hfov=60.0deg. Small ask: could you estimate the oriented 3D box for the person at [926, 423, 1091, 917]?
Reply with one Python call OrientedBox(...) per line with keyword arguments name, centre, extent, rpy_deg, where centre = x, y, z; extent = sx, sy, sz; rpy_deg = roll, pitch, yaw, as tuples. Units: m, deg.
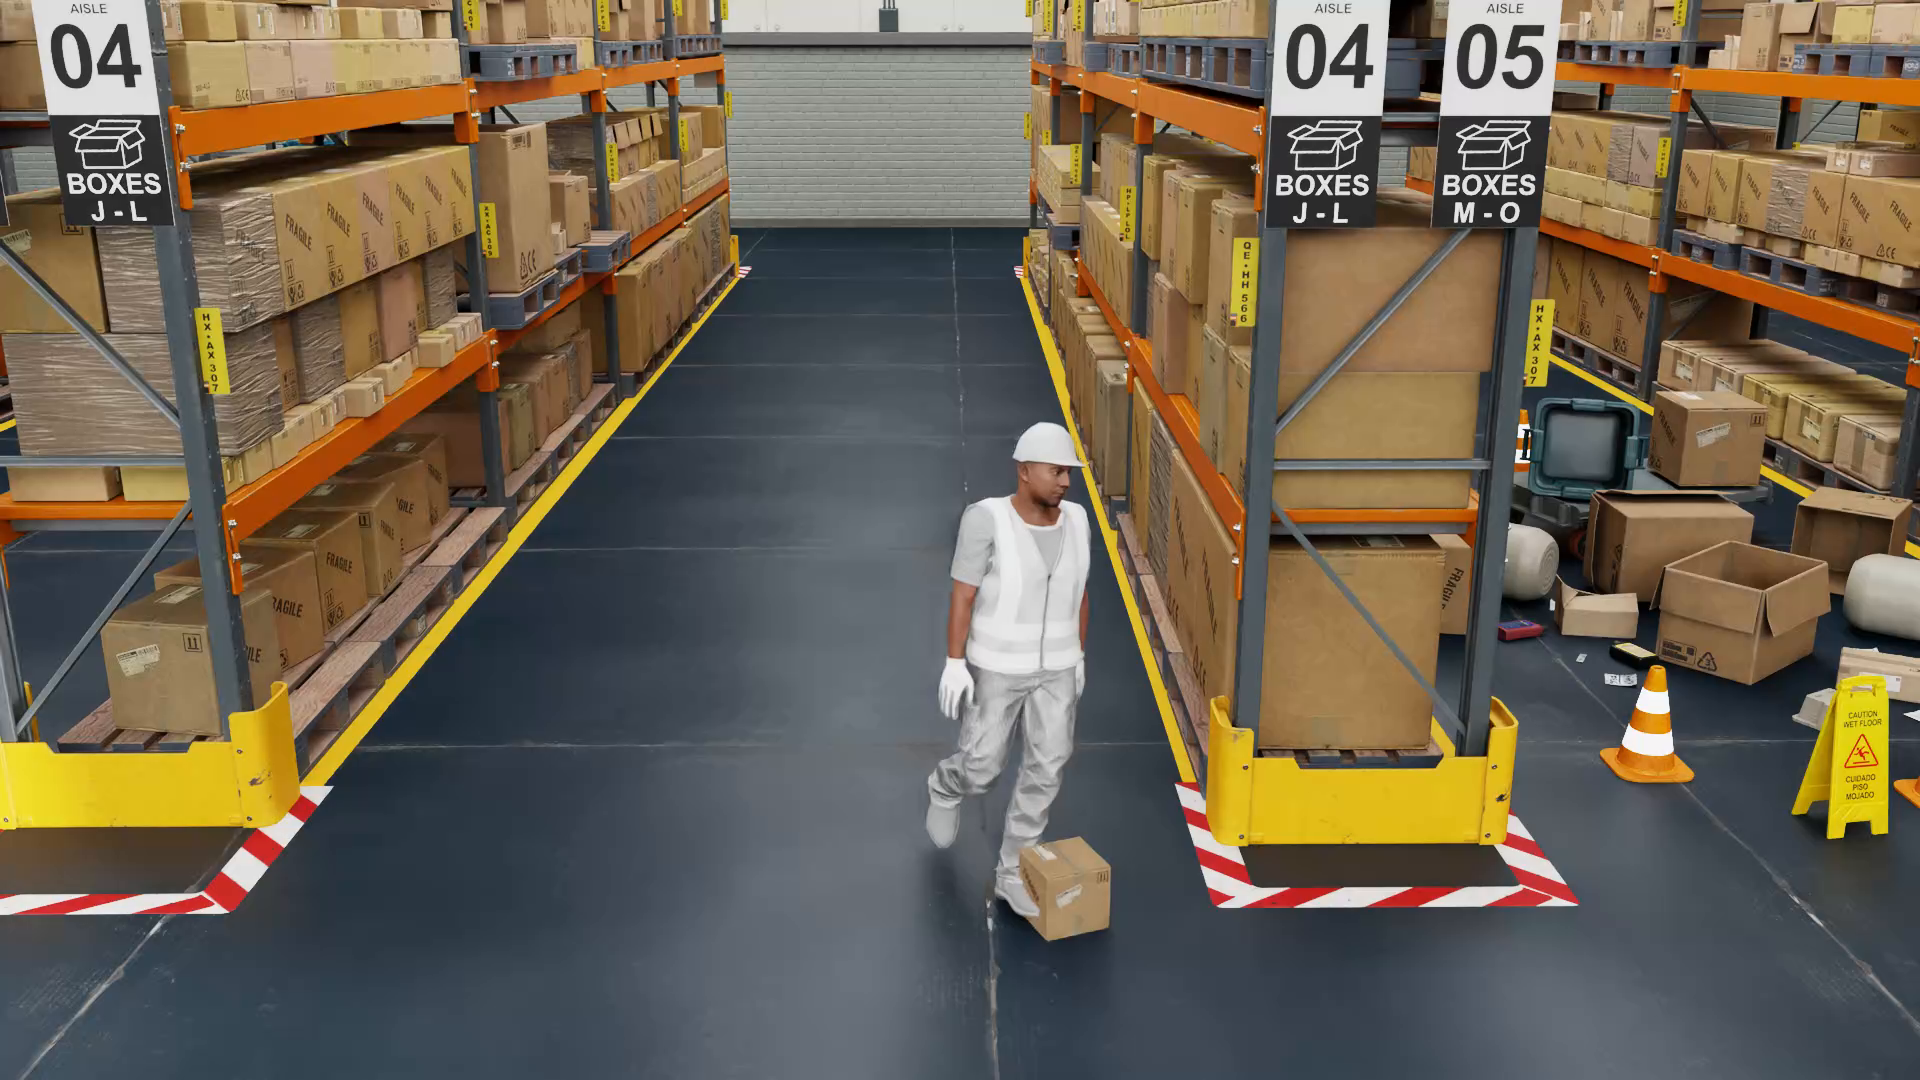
OrientedBox(name="person", centre=(0.196, 0.439, 6.030), extent=(0.619, 1.750, 0.749), rpy_deg=(-6, 18, -20))
